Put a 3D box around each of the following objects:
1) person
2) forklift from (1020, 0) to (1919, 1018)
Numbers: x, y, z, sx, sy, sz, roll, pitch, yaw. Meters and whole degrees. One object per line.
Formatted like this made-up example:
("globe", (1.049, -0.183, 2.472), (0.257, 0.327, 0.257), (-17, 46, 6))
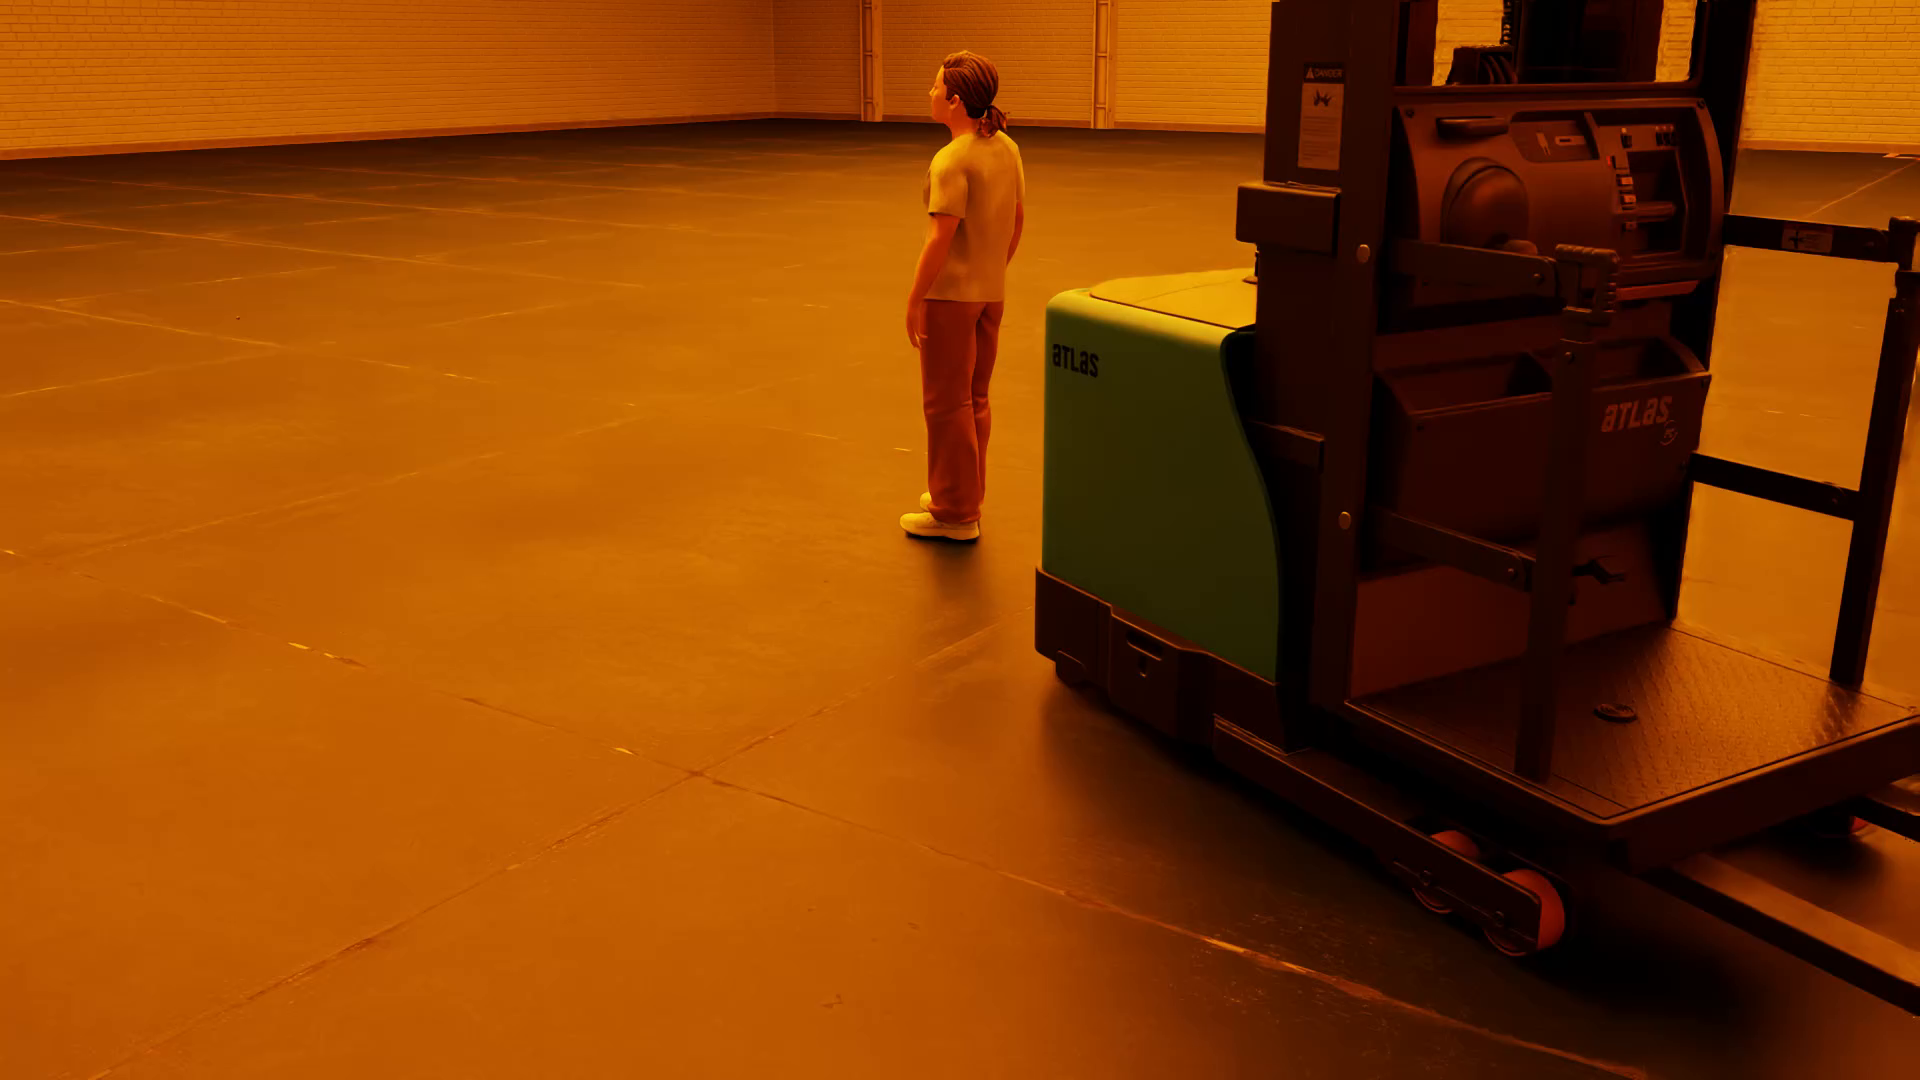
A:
("person", (-0.055, -0.825, 5.755), (0.548, 1.673, 0.554), (11, 20, 33))
("forklift", (1.348, -0.762, 3.381), (1.130, 2.935, 3.031), (-9, 19, -29))
